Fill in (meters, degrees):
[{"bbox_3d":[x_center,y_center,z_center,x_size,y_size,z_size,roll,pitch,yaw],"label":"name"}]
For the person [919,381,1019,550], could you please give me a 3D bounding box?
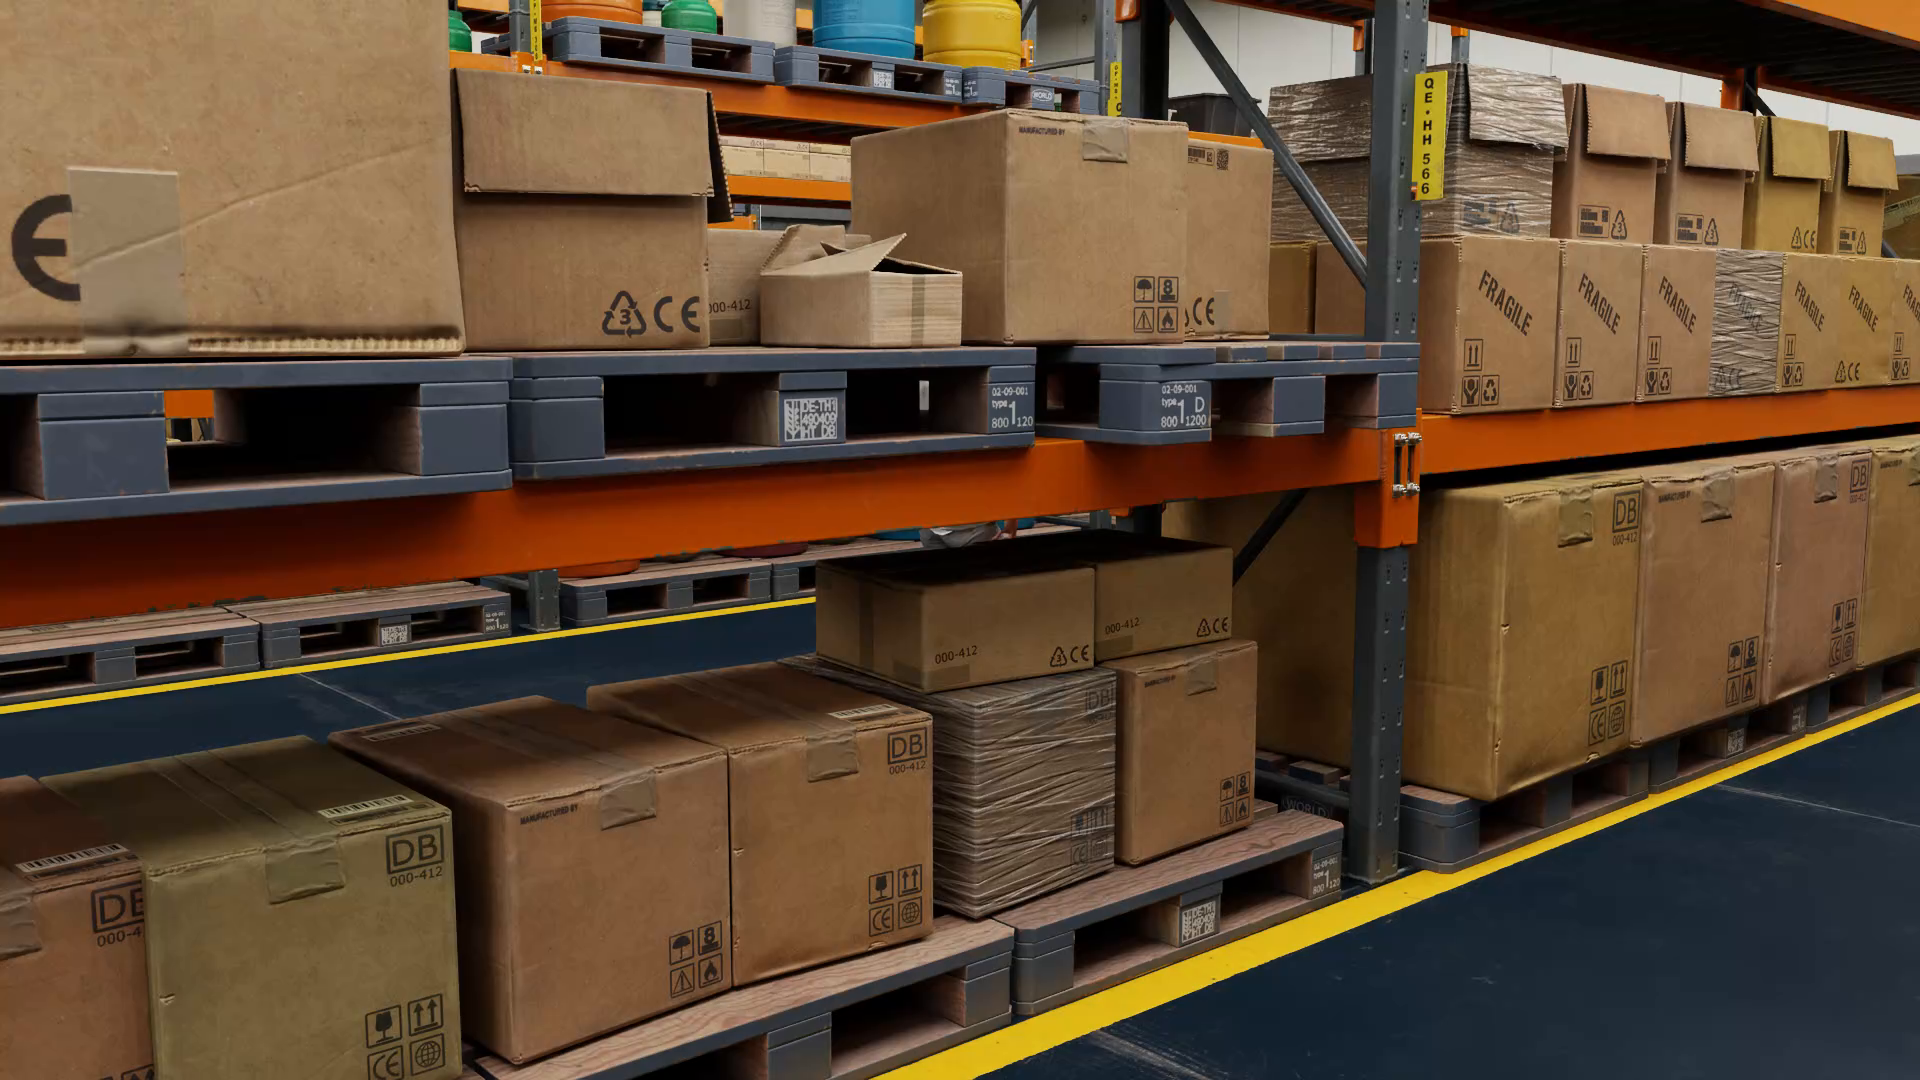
[{"bbox_3d":[0.059,-0.068,6.269,0.475,1.597,0.520,-7,10,-41],"label":"person"}]
